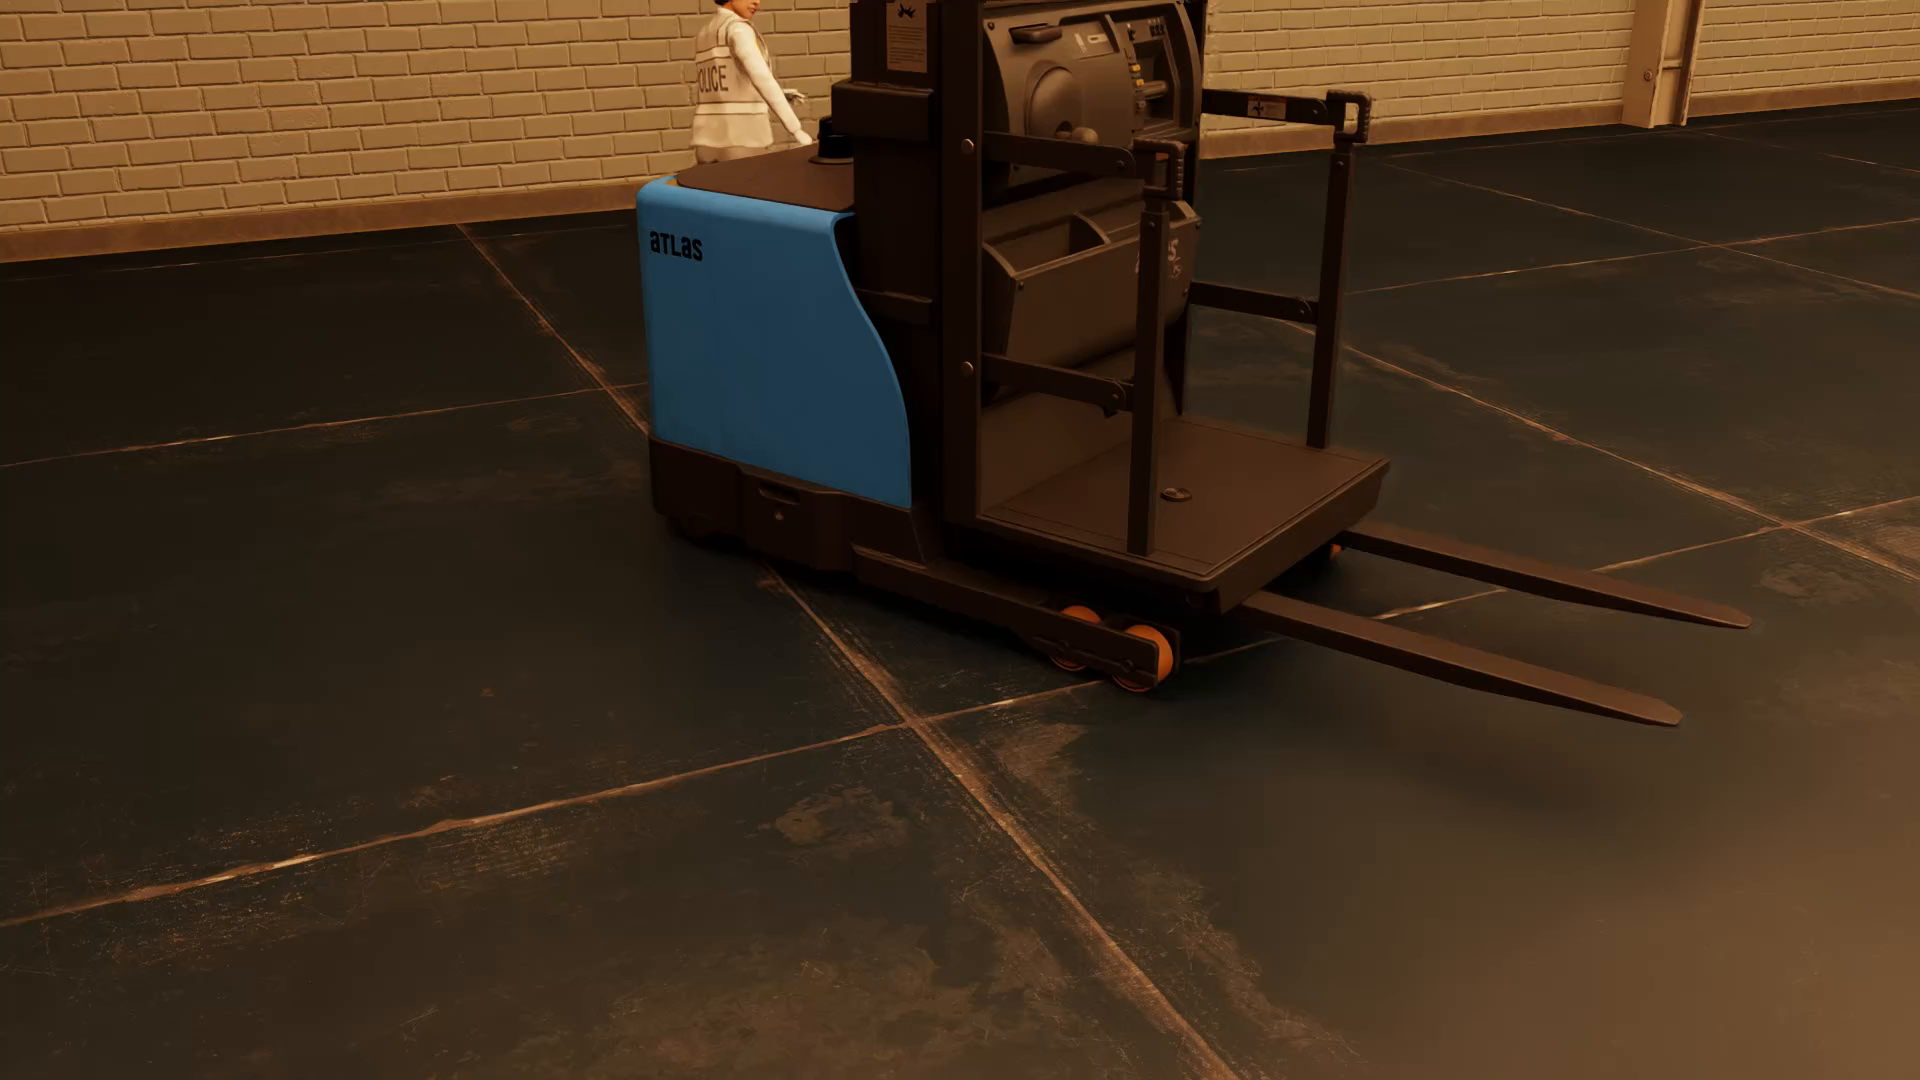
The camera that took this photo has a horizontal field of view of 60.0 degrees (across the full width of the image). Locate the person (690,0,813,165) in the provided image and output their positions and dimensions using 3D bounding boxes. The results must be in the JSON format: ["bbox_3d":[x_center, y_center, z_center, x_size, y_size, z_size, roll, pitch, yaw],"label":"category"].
[{"bbox_3d":[-0.854,-1.755,7.340,0.801,1.556,0.799,16,27,33],"label":"person"}]

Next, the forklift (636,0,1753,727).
[{"bbox_3d":[0.528,-1.201,4.178,3.031,2.935,1.130,16,27,34],"label":"forklift"}]
